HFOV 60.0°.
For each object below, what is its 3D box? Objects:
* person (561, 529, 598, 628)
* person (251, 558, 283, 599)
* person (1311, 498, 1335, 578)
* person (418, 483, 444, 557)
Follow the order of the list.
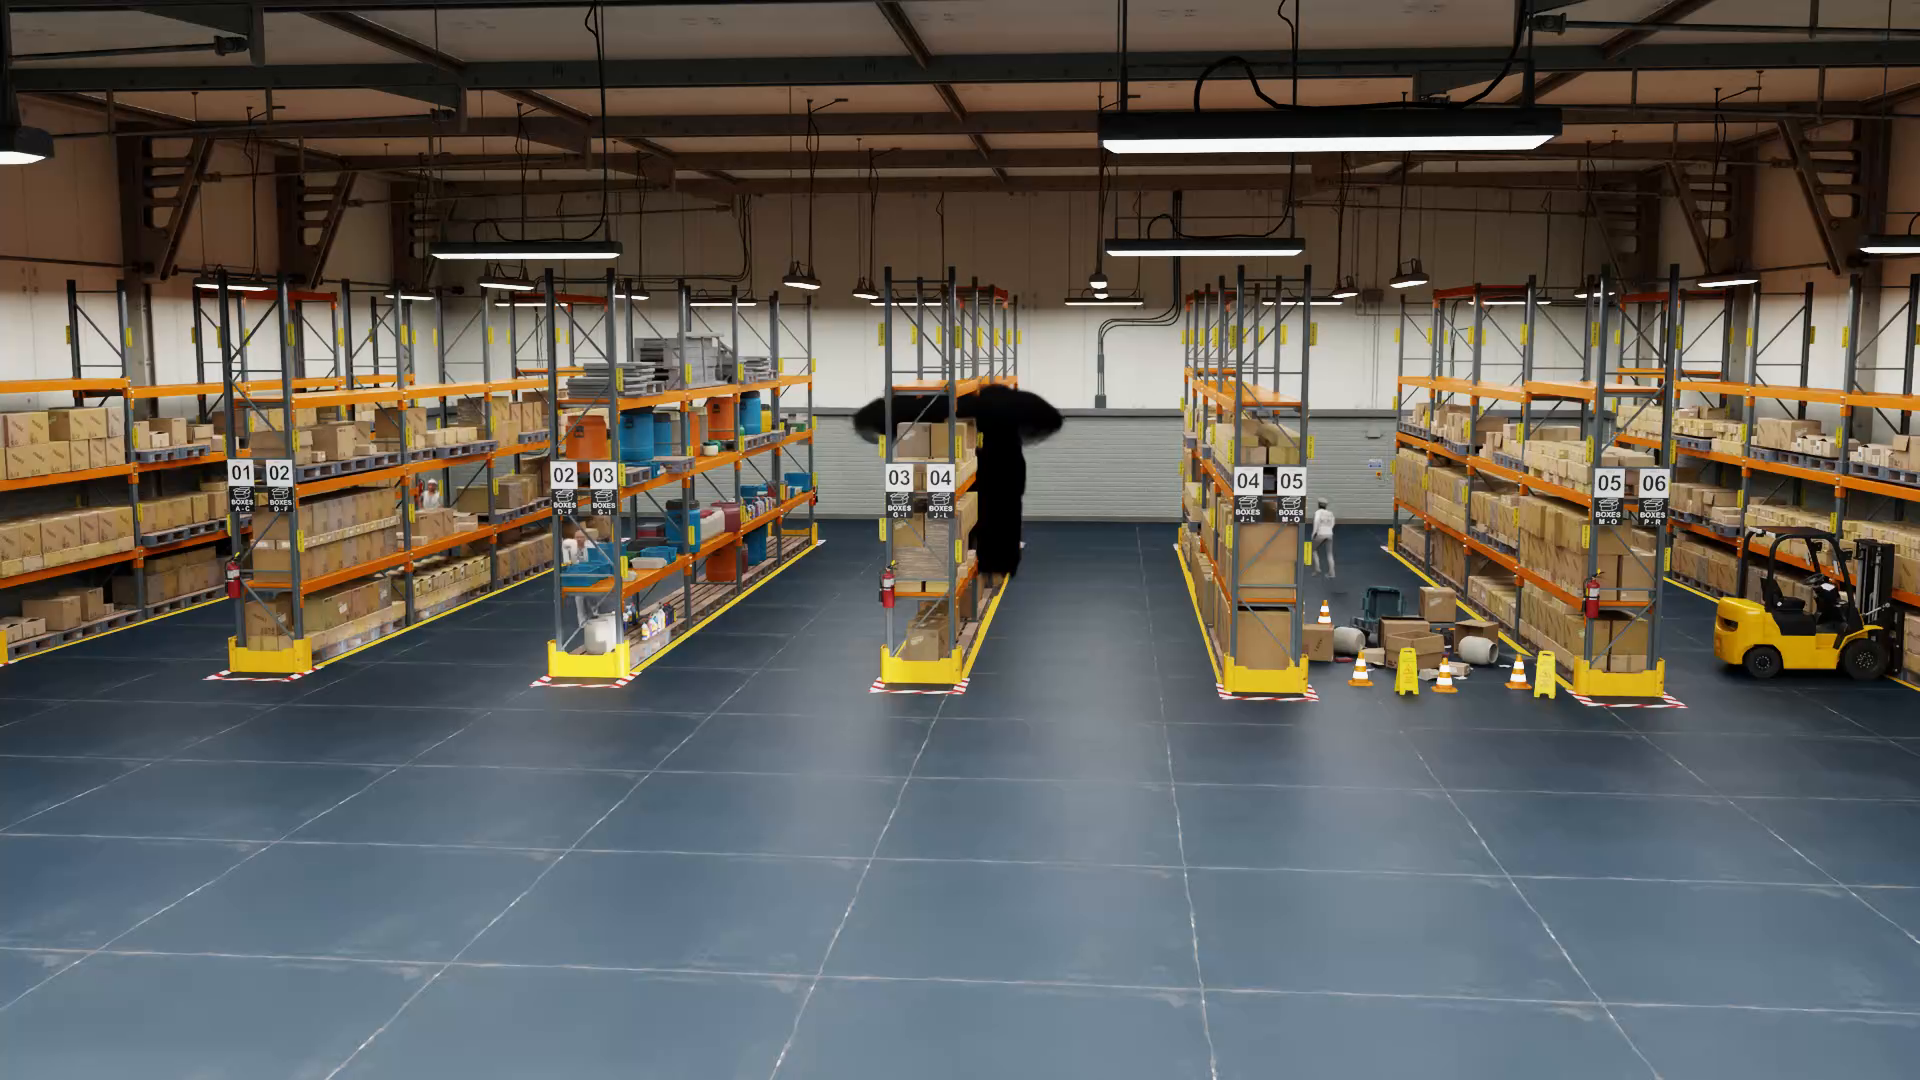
[{"bbox_3d":[-6.599,0.632,29.254,0.753,1.742,1.094,0,7,4],"label":"person"},{"bbox_3d":[-12.076,0.638,29.267,0.697,1.667,0.765,-1,7,-9],"label":"person"},{"bbox_3d":[7.413,-0.031,33.932,0.593,1.622,0.915,-1,7,-11],"label":"person"},{"bbox_3d":[-12.076,-0.477,38.012,0.654,1.736,0.700,-1,7,-9],"label":"person"}]
